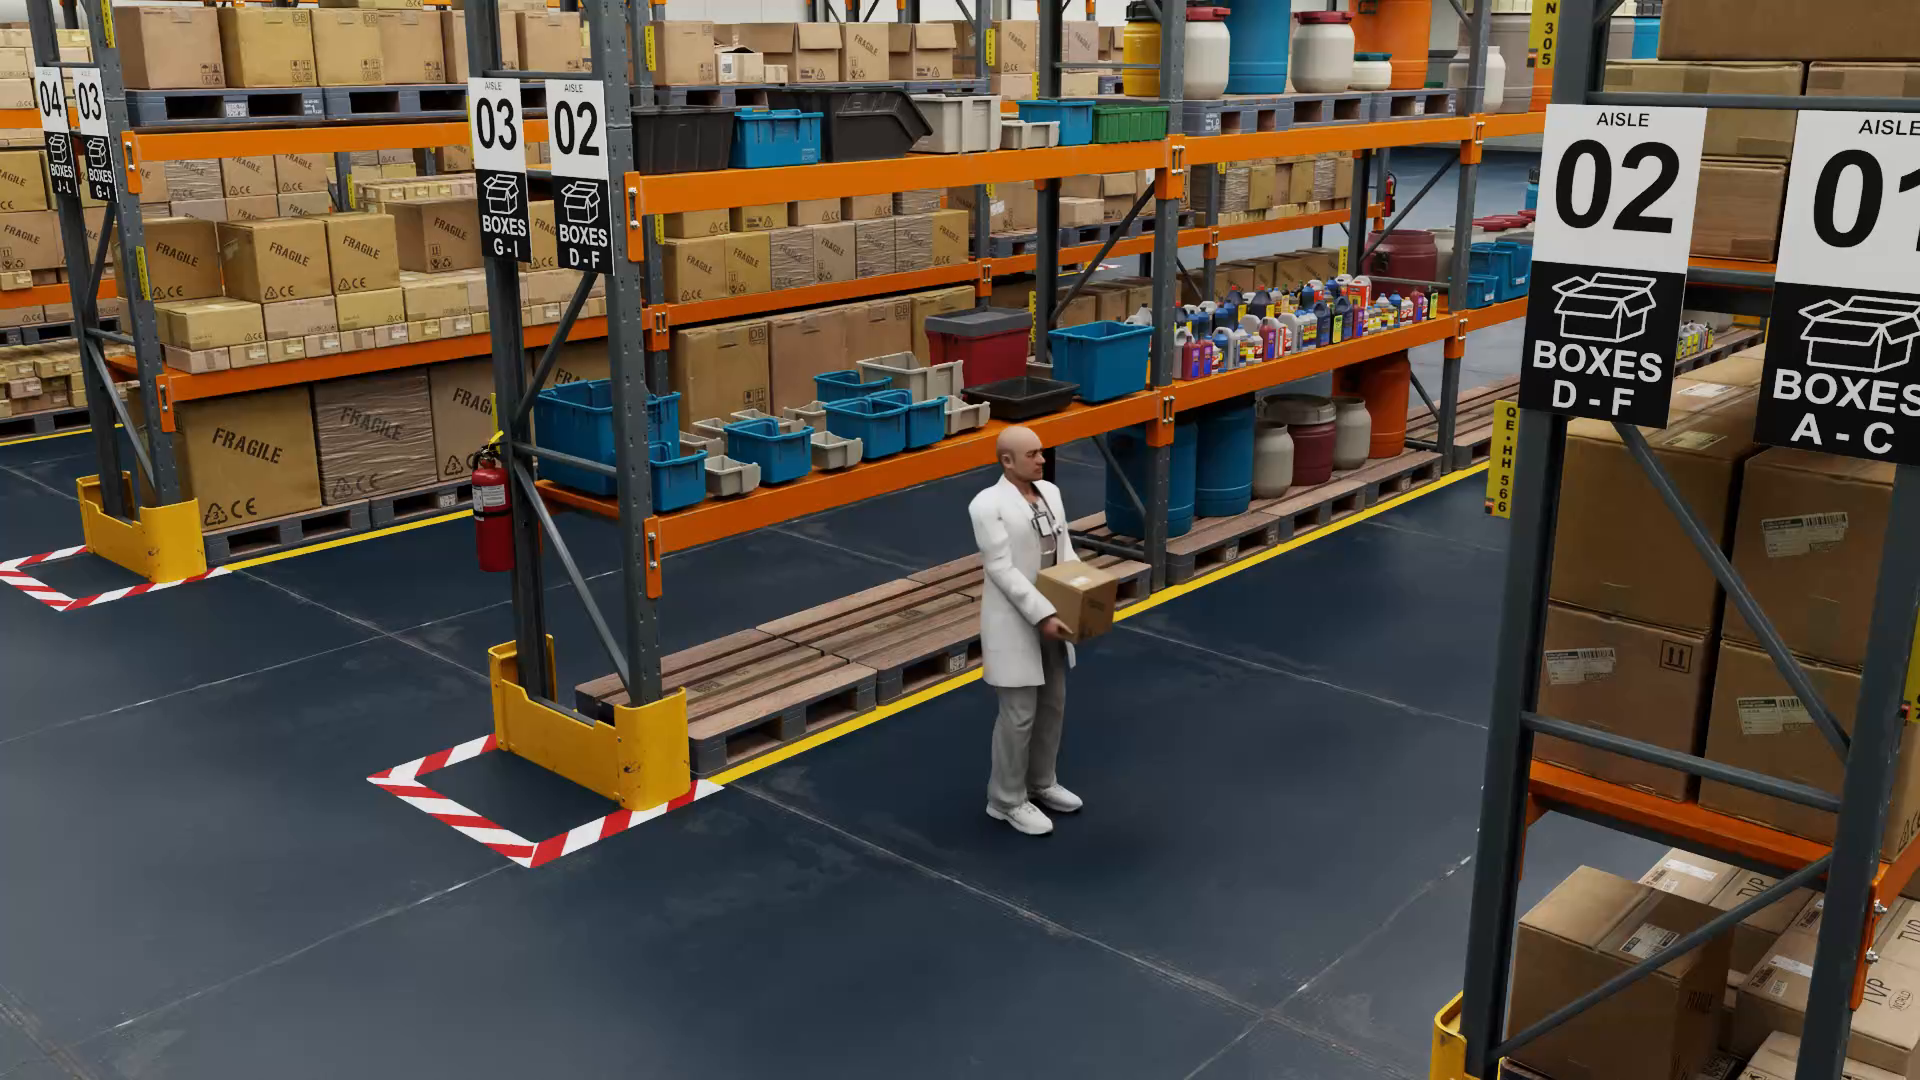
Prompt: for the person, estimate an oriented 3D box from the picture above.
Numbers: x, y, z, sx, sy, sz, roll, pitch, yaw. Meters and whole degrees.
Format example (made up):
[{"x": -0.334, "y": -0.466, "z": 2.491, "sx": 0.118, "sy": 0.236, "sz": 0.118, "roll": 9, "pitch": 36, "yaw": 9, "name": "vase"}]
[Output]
[{"x": 0.362, "y": 0.396, "z": 7.254, "sx": 0.556, "sy": 1.775, "sz": 0.527, "roll": 15, "pitch": 22, "yaw": 40, "name": "person"}]
